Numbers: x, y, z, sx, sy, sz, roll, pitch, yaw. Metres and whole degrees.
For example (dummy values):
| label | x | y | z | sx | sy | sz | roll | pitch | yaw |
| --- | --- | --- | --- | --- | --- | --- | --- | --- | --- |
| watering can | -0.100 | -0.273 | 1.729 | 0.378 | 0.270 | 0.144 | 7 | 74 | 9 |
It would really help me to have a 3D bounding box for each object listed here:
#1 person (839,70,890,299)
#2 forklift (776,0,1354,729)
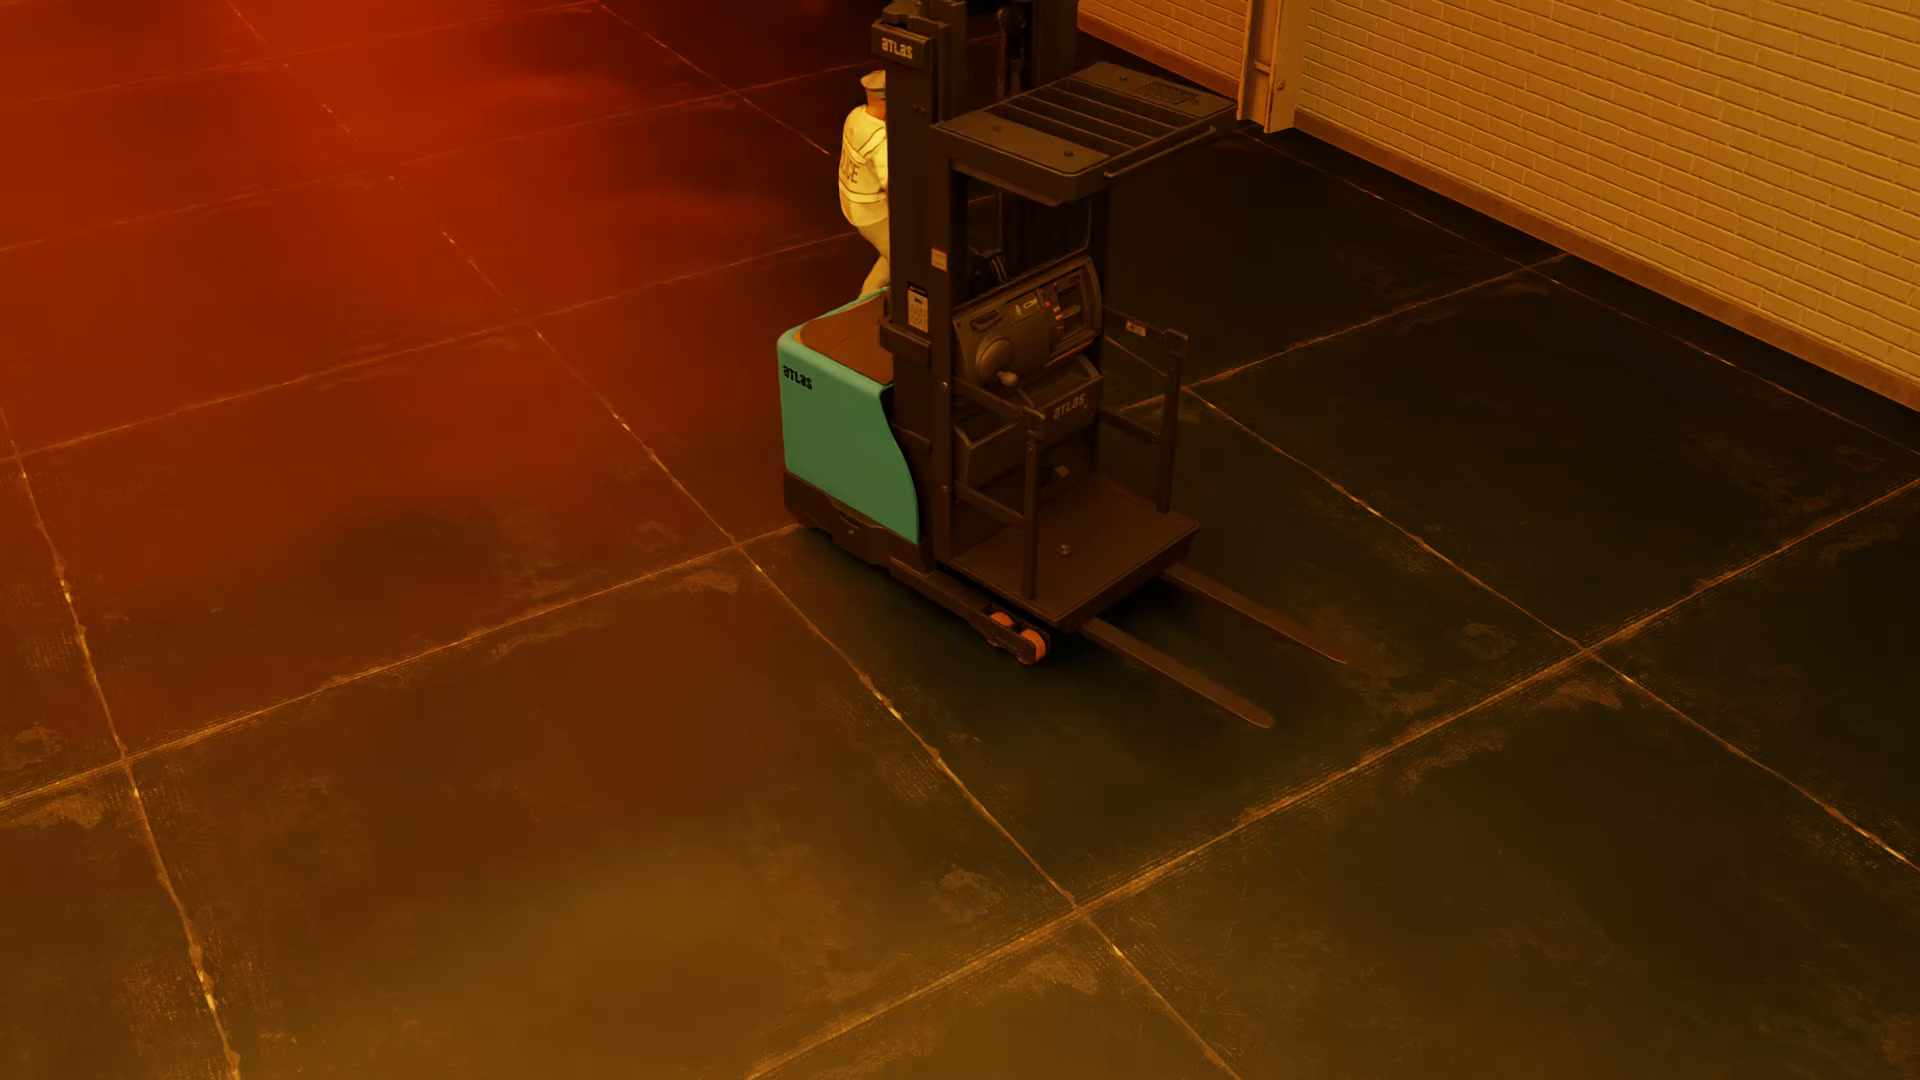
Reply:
| label | x | y | z | sx | sy | sz | roll | pitch | yaw |
| --- | --- | --- | --- | --- | --- | --- | --- | --- | --- |
| person | -0.444 | -2.018 | 10.103 | 0.502 | 1.668 | 0.737 | -12 | 37 | -16 |
| forklift | 0.472 | -0.949 | 7.498 | 3.031 | 2.935 | 1.130 | 29 | 44 | 35 |
